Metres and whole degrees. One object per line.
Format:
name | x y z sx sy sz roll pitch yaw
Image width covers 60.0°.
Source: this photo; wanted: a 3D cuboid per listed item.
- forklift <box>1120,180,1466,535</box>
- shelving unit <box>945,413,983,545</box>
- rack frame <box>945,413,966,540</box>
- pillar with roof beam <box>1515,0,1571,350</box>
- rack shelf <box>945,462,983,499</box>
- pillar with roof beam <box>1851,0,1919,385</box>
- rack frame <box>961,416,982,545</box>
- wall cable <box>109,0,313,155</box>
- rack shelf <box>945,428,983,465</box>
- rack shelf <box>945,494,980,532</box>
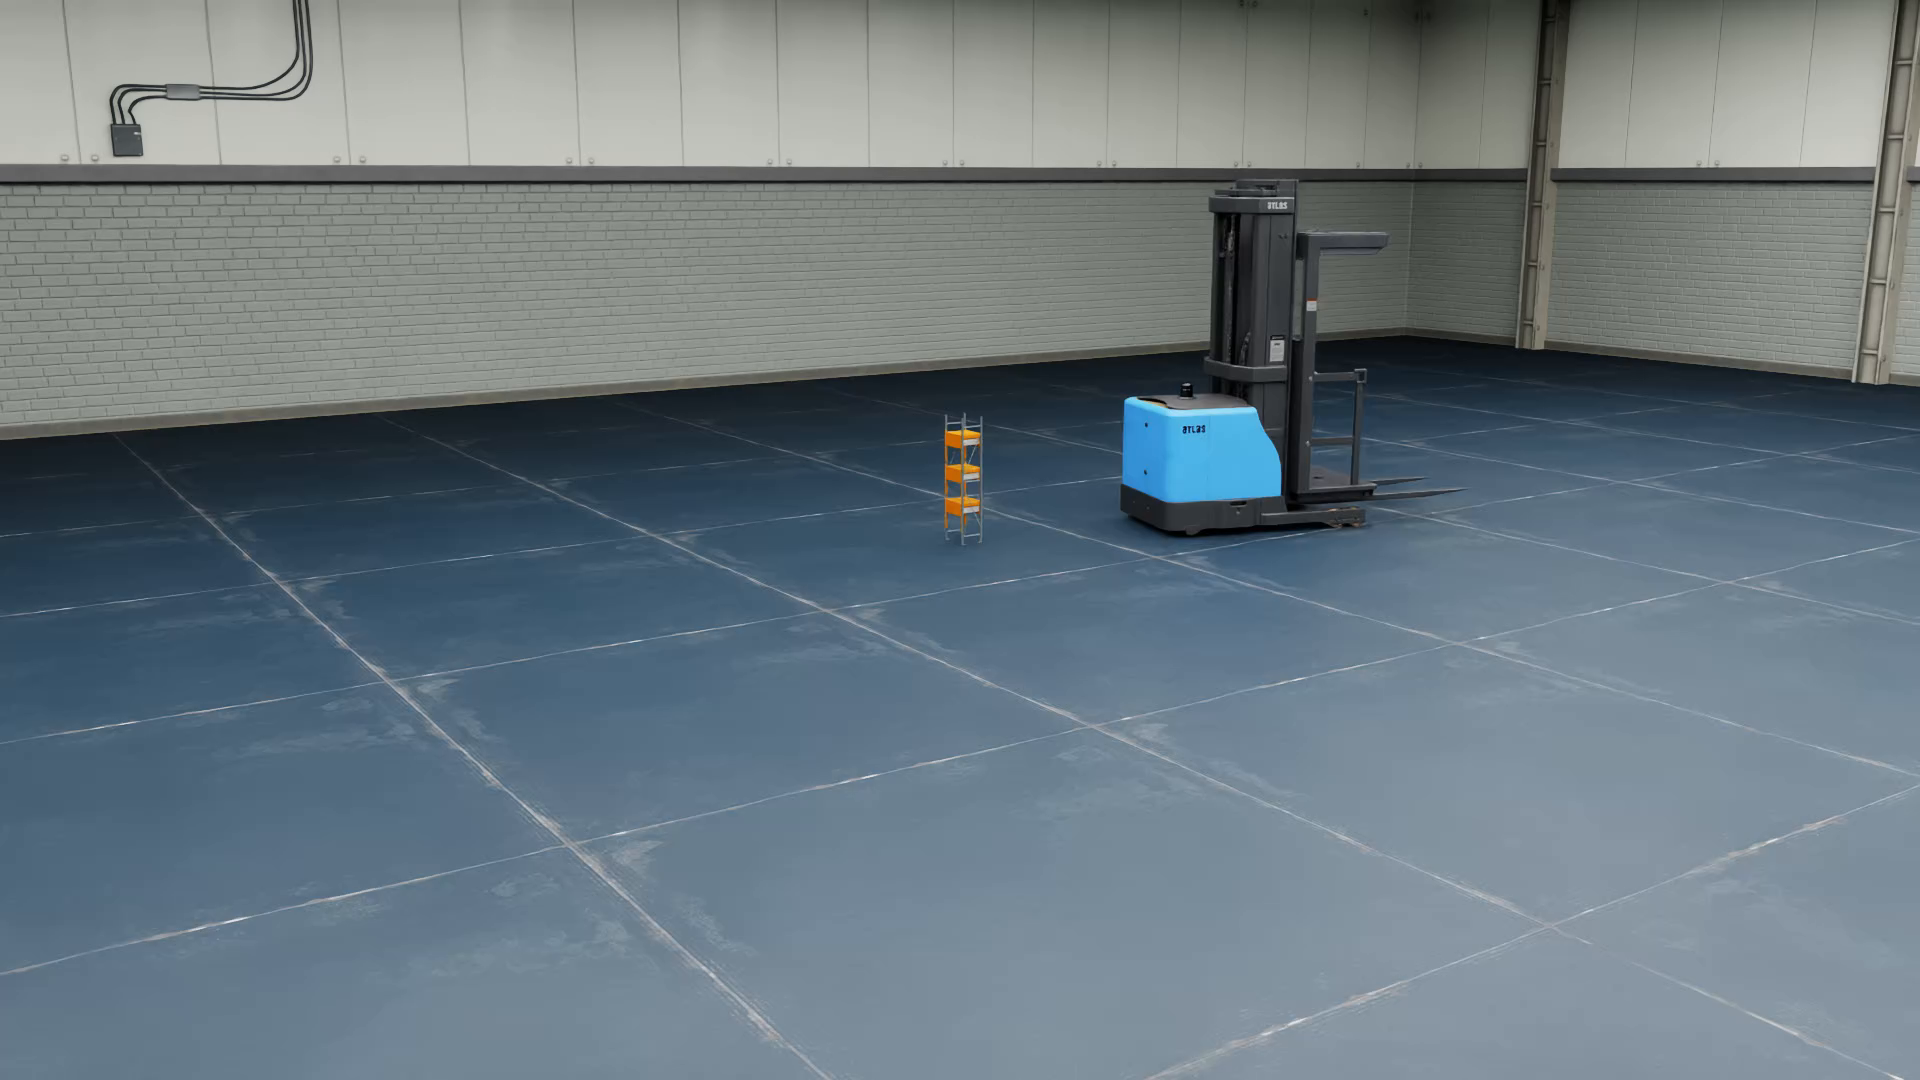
forklift | 2.996 -1.637 14.489 3.031 2.935 1.130 -4 13 -18
shelving unit | 0.030 -0.503 13.706 0.215 1.050 0.252 -8 15 -33
rack frame | -0.038 -0.525 13.805 0.200 1.050 0.008 -8 15 -33
pillar with roof beam | 6.459 -7.264 26.013 9.100 9.000 0.400 -8 15 -33
rack shelf | 0.030 -0.493 13.708 0.215 0.259 0.240 -8 15 -33
pillar with roof beam | 9.784 -6.197 21.133 9.100 9.000 0.400 -8 15 -33
rack frame | 0.097 -0.482 13.607 0.200 1.050 0.008 -8 15 -33
wall cable | -8.800 -7.507 19.167 2.305 6.003 0.169 -8 15 -33
rack shelf | 0.030 -0.770 13.648 0.215 0.259 0.240 -8 15 -33
rack shelf | 0.030 -0.222 13.768 0.215 0.259 0.240 -8 15 -33
